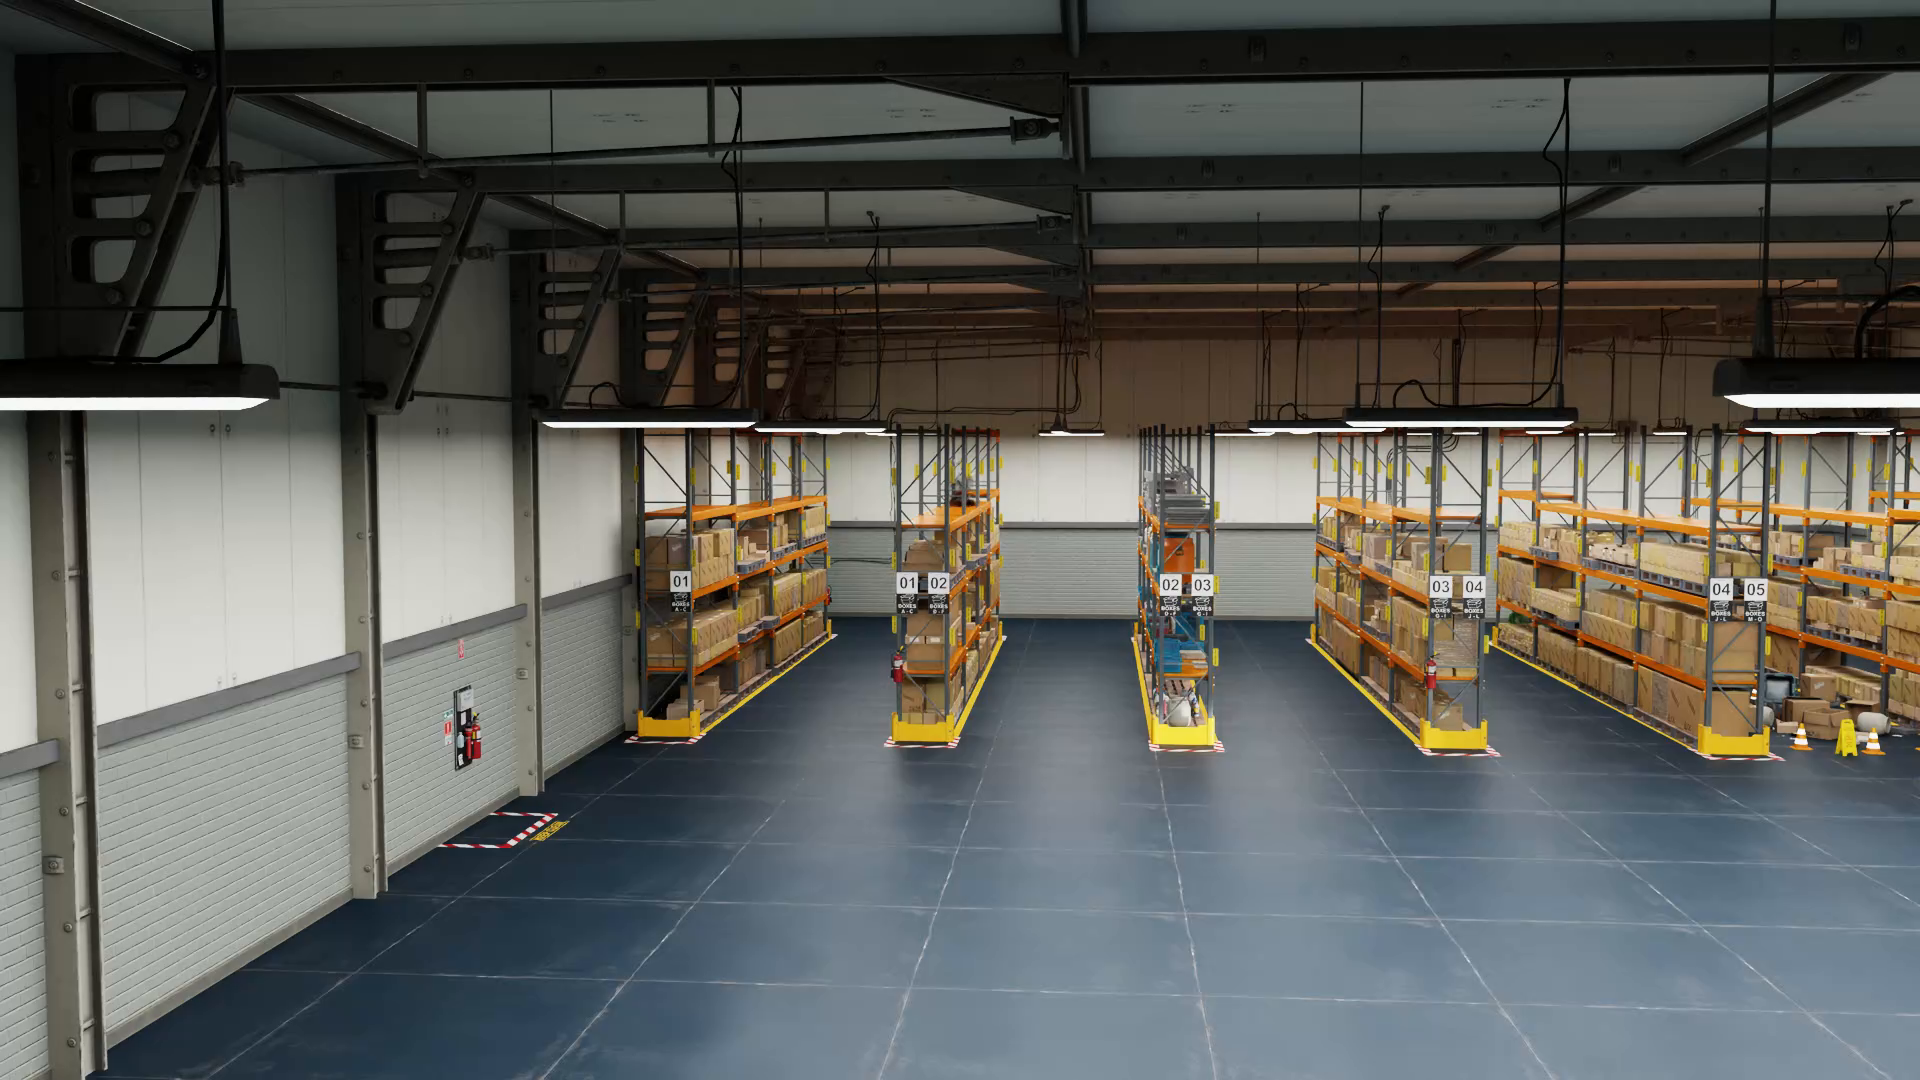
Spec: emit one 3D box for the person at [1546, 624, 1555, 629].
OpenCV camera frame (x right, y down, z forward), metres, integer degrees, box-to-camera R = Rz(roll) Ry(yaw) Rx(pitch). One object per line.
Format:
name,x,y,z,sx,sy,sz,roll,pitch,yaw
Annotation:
person,16.695,2.076,46.622,0.655,1.623,0.550,-1,4,-22

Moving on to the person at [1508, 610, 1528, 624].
person,15.884,1.944,47.212,0.928,1.801,0.665,0,3,-2
